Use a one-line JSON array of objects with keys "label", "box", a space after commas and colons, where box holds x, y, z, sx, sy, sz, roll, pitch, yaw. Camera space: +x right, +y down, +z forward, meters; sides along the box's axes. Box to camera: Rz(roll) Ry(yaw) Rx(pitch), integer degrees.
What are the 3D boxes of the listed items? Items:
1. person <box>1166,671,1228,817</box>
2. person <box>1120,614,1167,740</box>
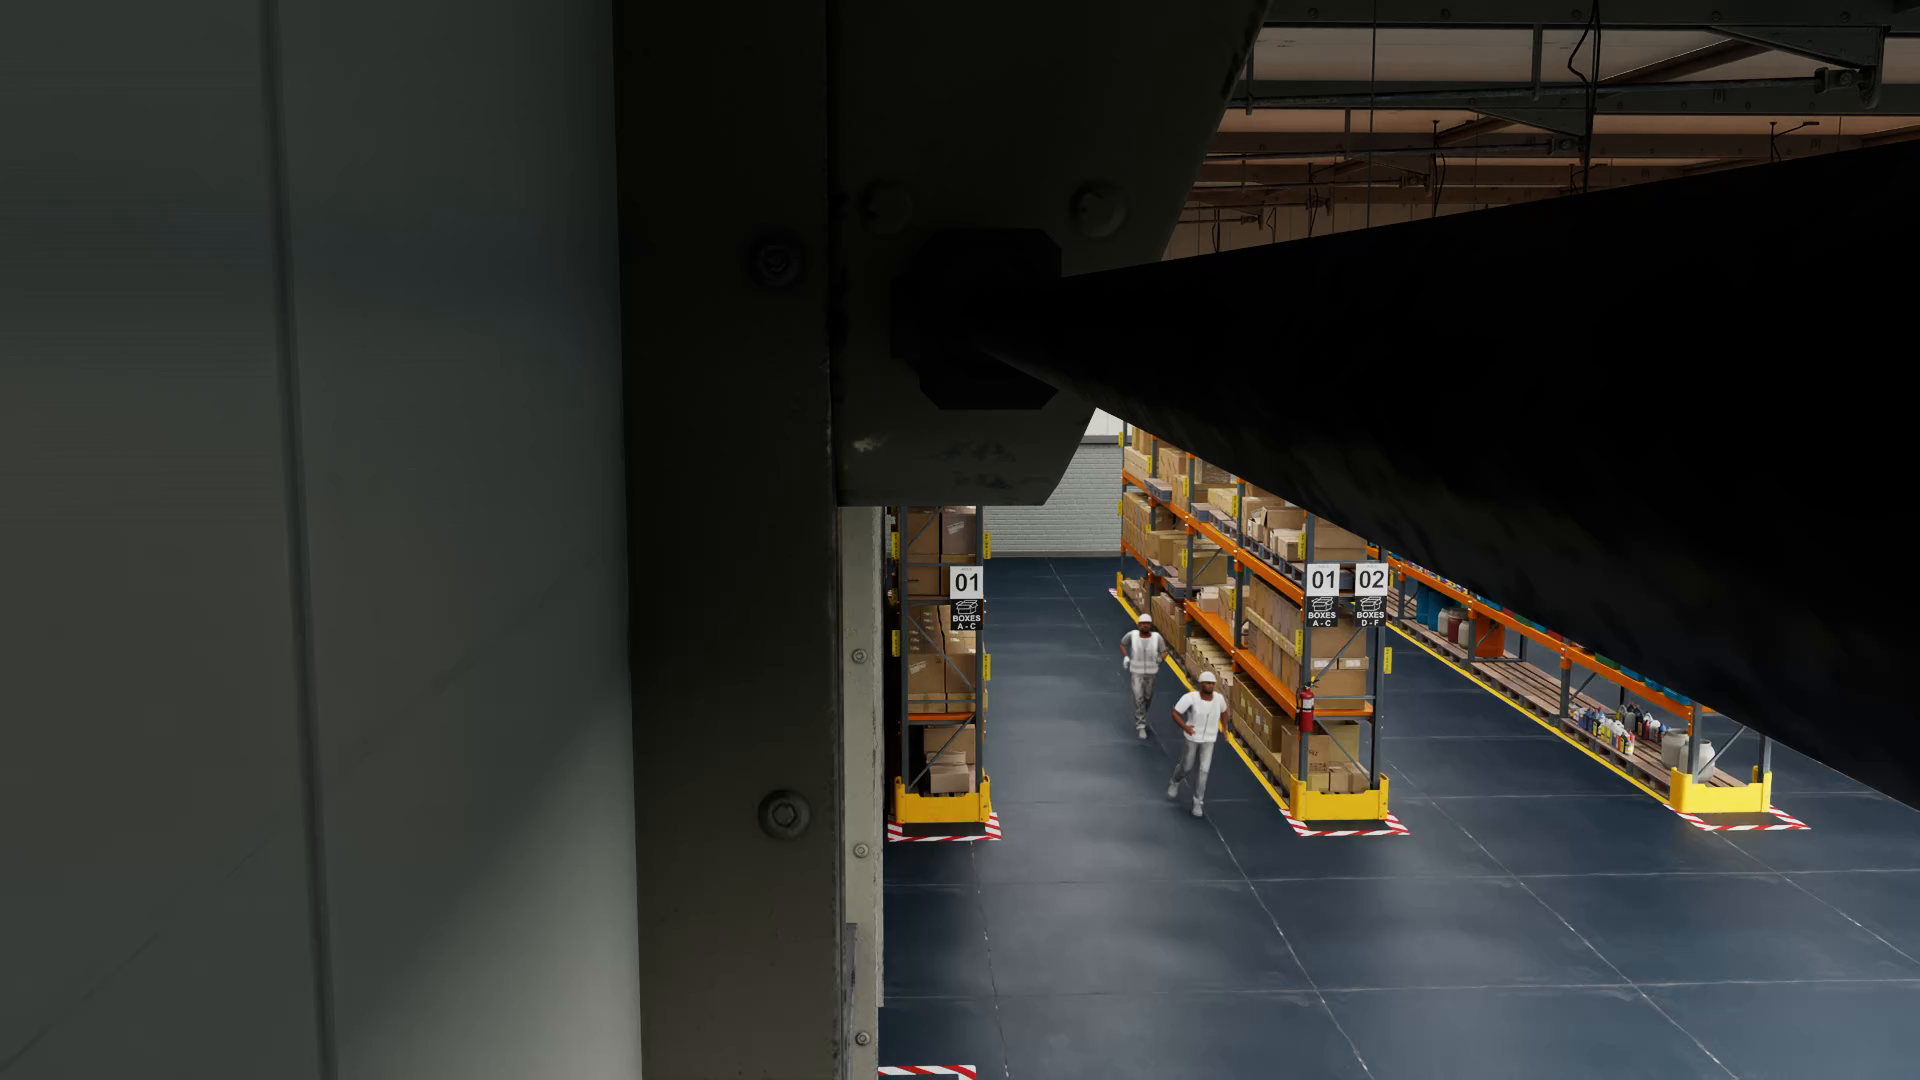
[{"label": "person", "box": [3.050, 2.524, 20.983, 0.762, 1.735, 0.966, -1, 8, -6]}, {"label": "person", "box": [2.732, 1.976, 24.688, 0.680, 1.792, 0.990, 0, 8, -2]}]
